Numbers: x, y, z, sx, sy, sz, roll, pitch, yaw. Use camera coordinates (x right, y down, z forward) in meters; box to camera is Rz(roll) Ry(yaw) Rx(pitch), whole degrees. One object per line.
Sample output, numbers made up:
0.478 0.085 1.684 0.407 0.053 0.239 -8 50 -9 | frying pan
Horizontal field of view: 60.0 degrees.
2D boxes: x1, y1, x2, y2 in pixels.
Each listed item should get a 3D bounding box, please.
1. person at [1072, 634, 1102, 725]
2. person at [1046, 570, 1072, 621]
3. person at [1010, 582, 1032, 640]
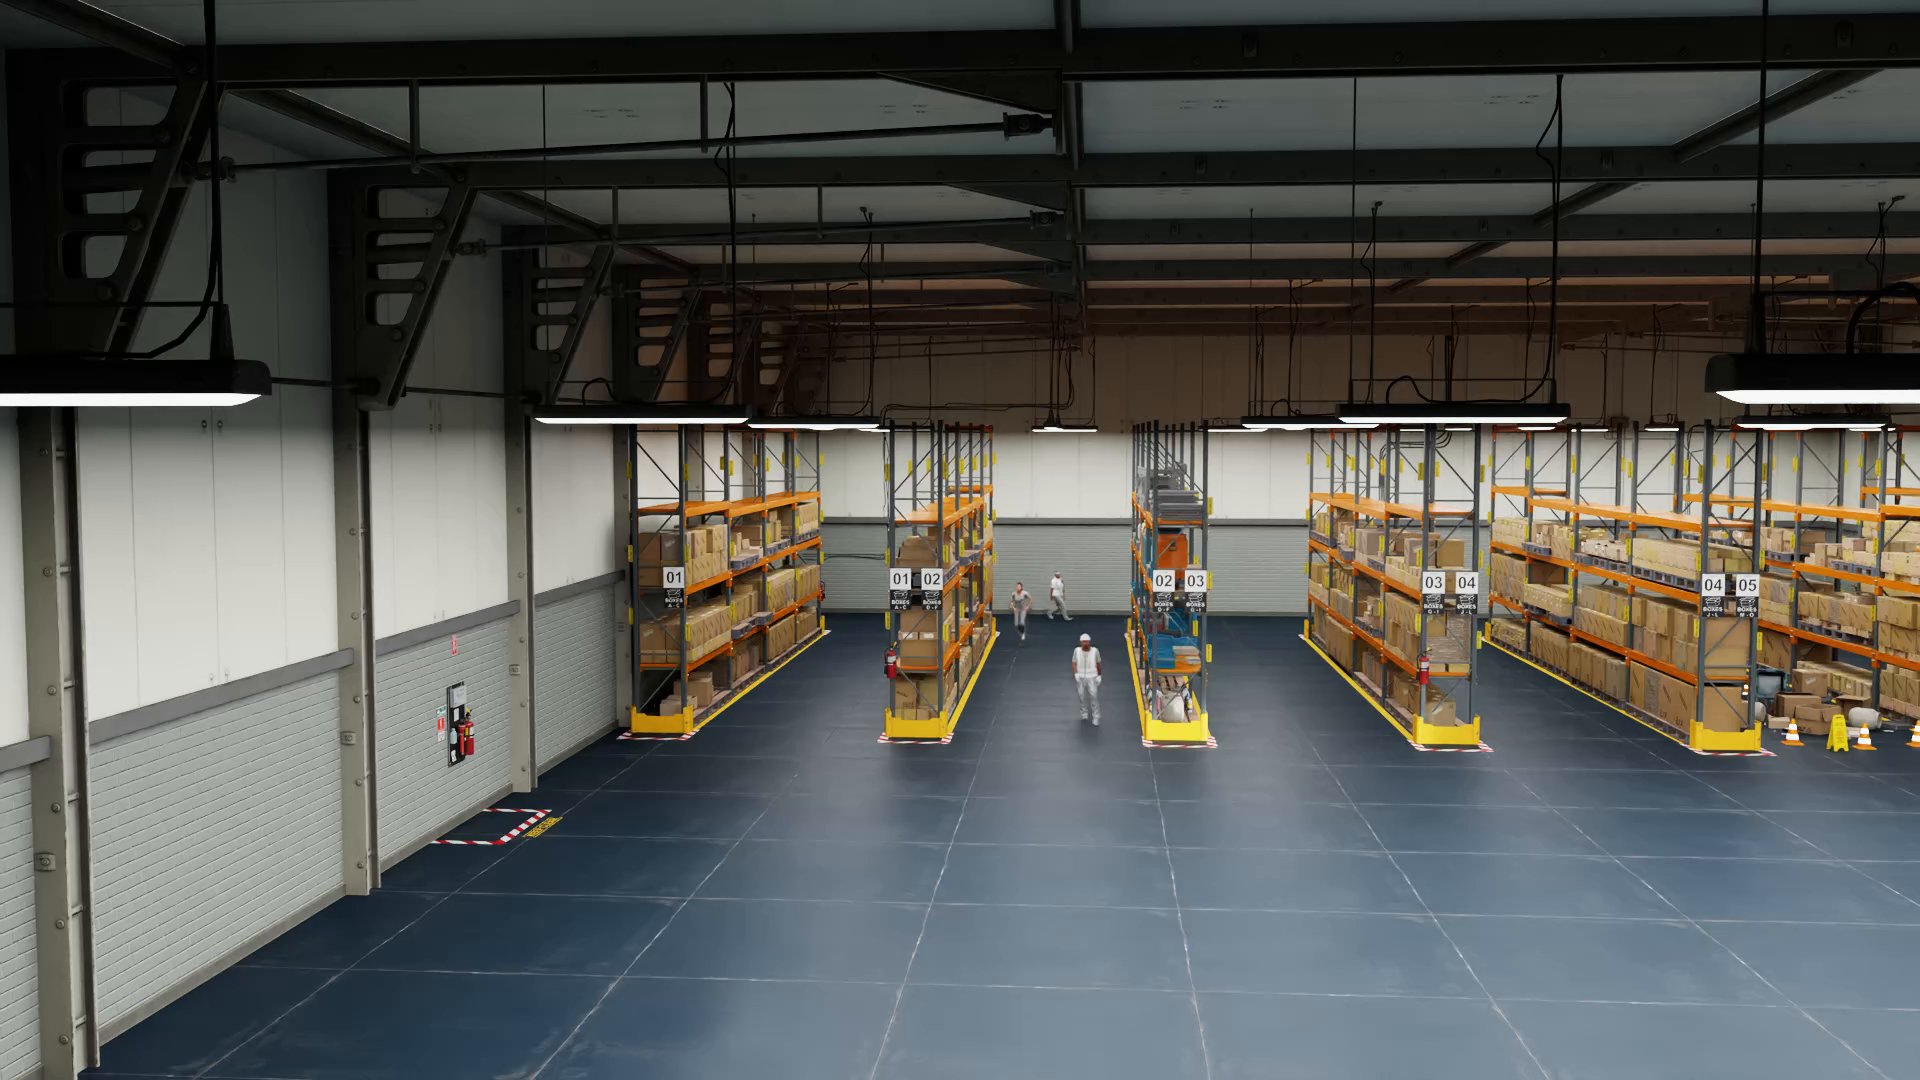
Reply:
2.531 2.743 33.048 0.637 1.748 0.860 1 4 17 | person
3.051 1.700 51.289 1.026 1.562 0.429 3 5 38 | person
1.663 1.922 45.074 0.600 1.572 0.702 1 4 14 | person
